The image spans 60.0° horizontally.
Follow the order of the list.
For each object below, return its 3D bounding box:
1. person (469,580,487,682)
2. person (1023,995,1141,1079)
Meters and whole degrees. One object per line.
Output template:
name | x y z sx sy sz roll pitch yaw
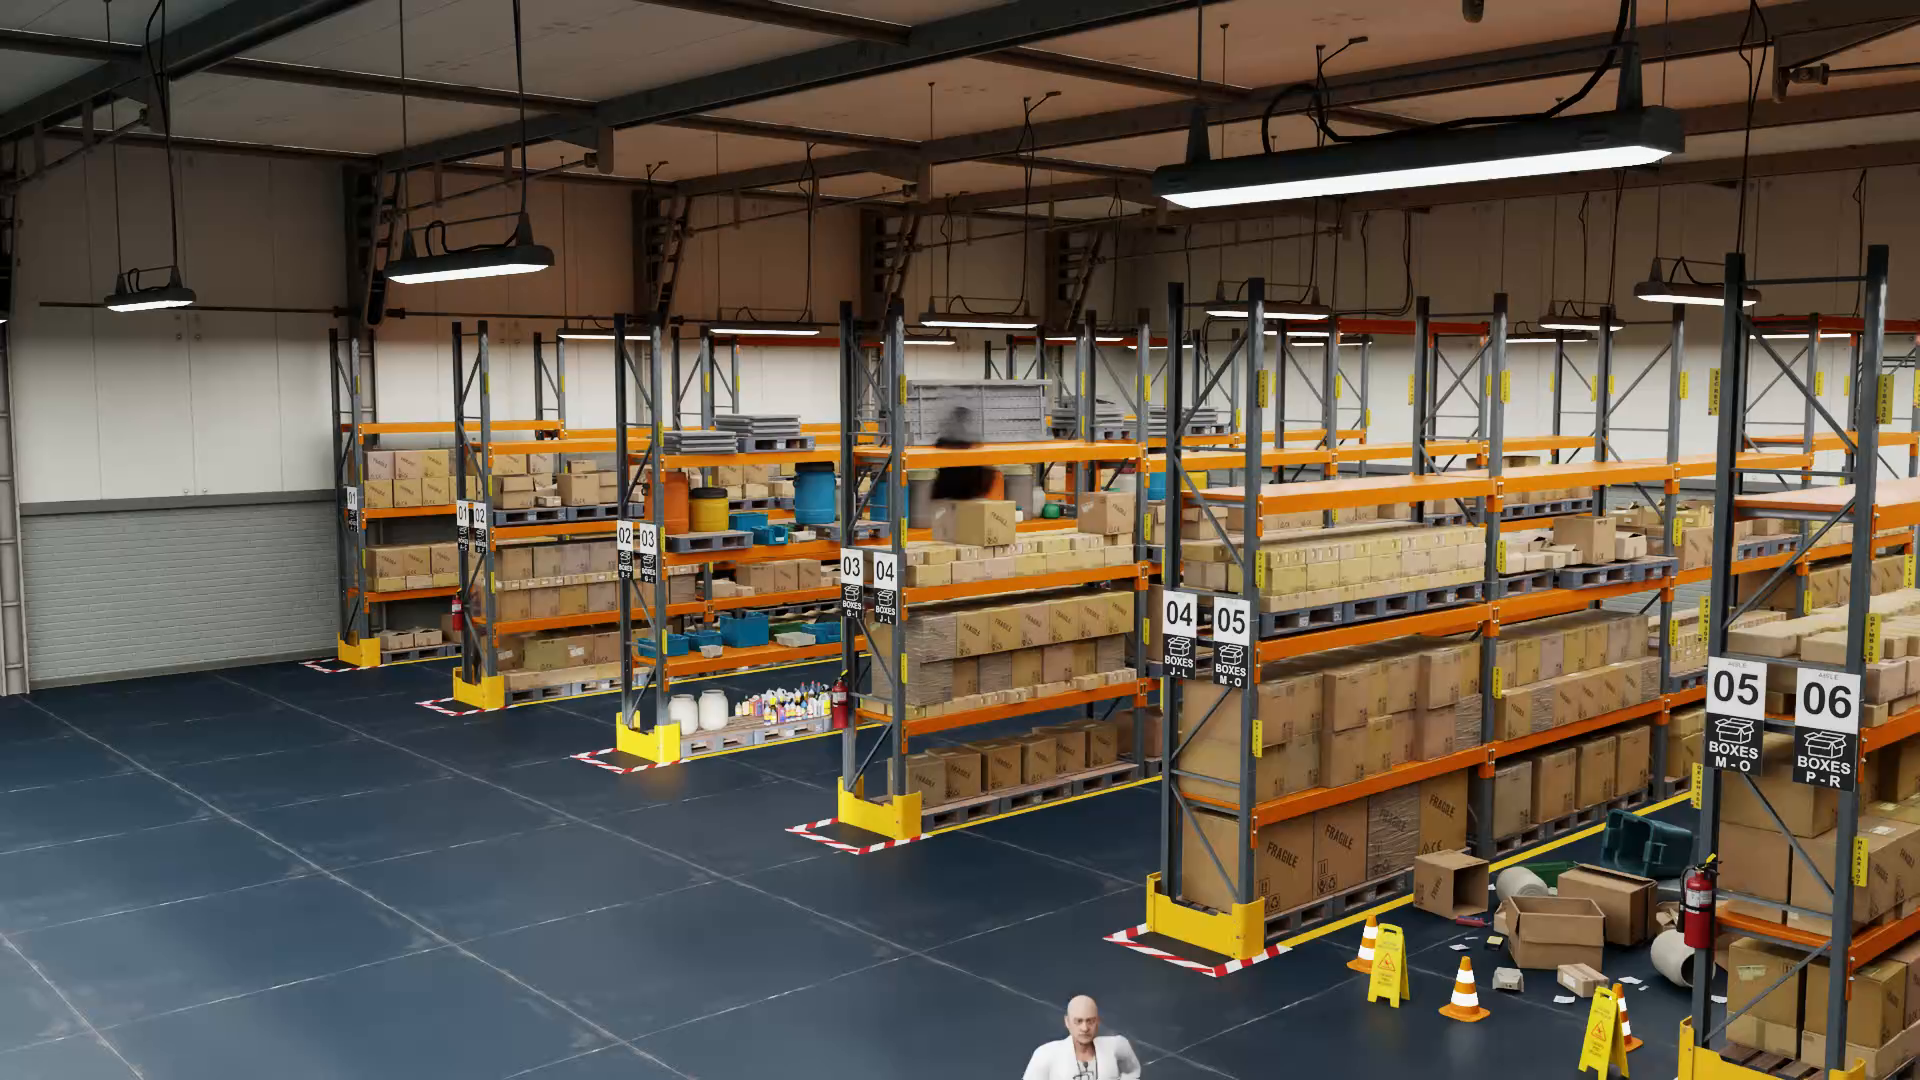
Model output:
person | -7.996 1.546 27.700 0.709 1.788 1.032 4 7 36
person | 0.663 3.369 9.010 0.700 1.810 0.896 0 6 -2
